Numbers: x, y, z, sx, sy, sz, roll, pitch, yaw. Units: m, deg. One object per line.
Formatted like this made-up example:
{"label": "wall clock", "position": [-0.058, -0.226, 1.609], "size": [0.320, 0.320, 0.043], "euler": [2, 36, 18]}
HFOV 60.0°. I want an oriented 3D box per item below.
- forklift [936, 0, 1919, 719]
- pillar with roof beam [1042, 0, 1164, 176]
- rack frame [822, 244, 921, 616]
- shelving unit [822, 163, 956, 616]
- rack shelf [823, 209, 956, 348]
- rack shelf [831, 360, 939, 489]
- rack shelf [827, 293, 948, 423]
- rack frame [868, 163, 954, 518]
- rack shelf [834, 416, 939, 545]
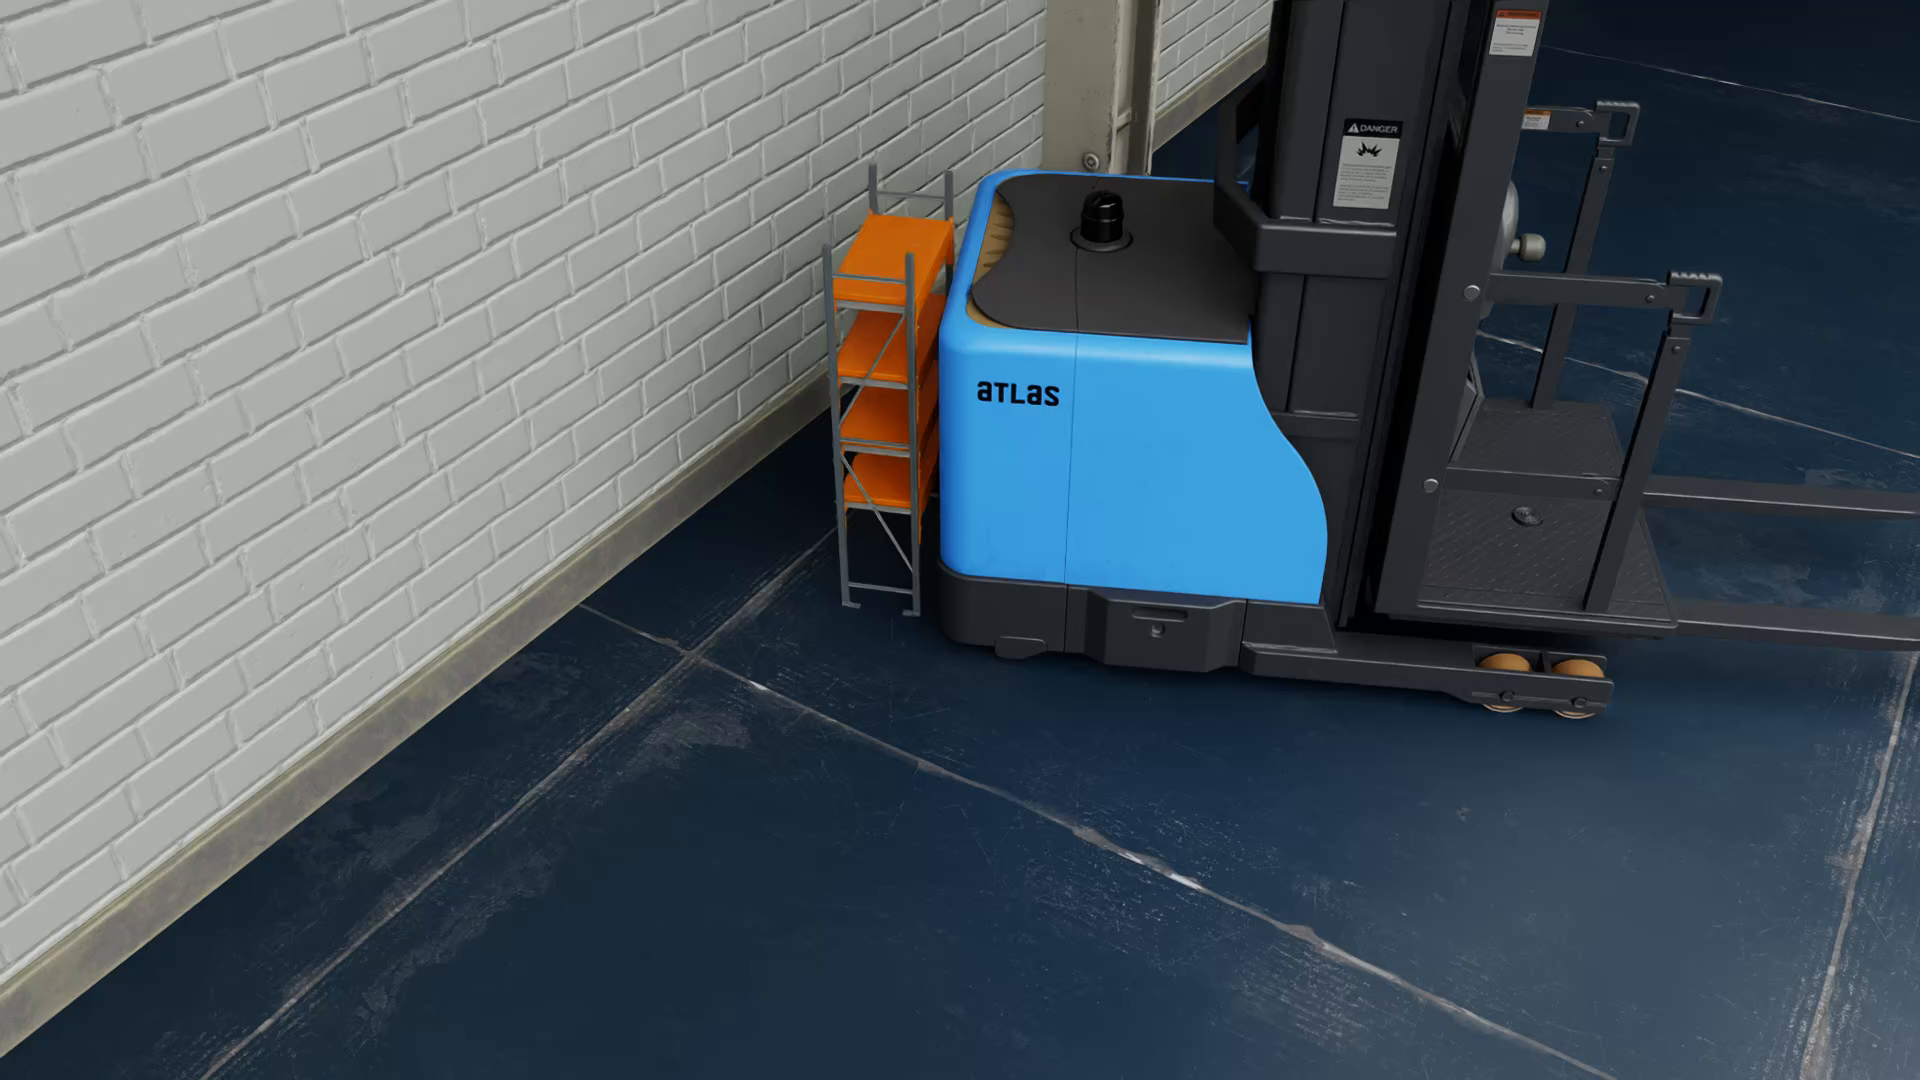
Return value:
{"label": "forklift", "position": [1.488, -1.013, 4.163], "size": [3.031, 2.935, 1.130], "euler": [5, 38, 6]}
{"label": "pillar with roof beam", "position": [4.195, -3.473, 2.384], "size": [9.100, 9.000, 0.400], "euler": [21, 42, 25]}
{"label": "rack frame", "position": [-0.235, -0.267, 4.614], "size": [0.240, 1.200, 0.015], "euler": [7, 38, 9]}
{"label": "shelving unit", "position": [-0.186, -0.413, 4.803], "size": [0.258, 1.200, 0.503], "euler": [7, 38, 9]}
{"label": "rack shelf", "position": [-0.186, -0.724, 4.563], "size": [0.258, 0.148, 0.480], "euler": [7, 38, 9]}
{"label": "rack shelf", "position": [-0.186, -0.360, 4.844], "size": [0.258, 0.148, 0.480], "euler": [7, 38, 9]}
{"label": "rack shelf", "position": [-0.186, -0.537, 4.708], "size": [0.258, 0.148, 0.480], "euler": [7, 38, 9]}
{"label": "rack frame", "position": [-0.137, -0.559, 4.992], "size": [0.240, 1.200, 0.015], "euler": [7, 38, 9]}
{"label": "rack shelf", "position": [-0.186, -0.202, 4.965], "size": [0.258, 0.148, 0.480], "euler": [7, 38, 9]}
